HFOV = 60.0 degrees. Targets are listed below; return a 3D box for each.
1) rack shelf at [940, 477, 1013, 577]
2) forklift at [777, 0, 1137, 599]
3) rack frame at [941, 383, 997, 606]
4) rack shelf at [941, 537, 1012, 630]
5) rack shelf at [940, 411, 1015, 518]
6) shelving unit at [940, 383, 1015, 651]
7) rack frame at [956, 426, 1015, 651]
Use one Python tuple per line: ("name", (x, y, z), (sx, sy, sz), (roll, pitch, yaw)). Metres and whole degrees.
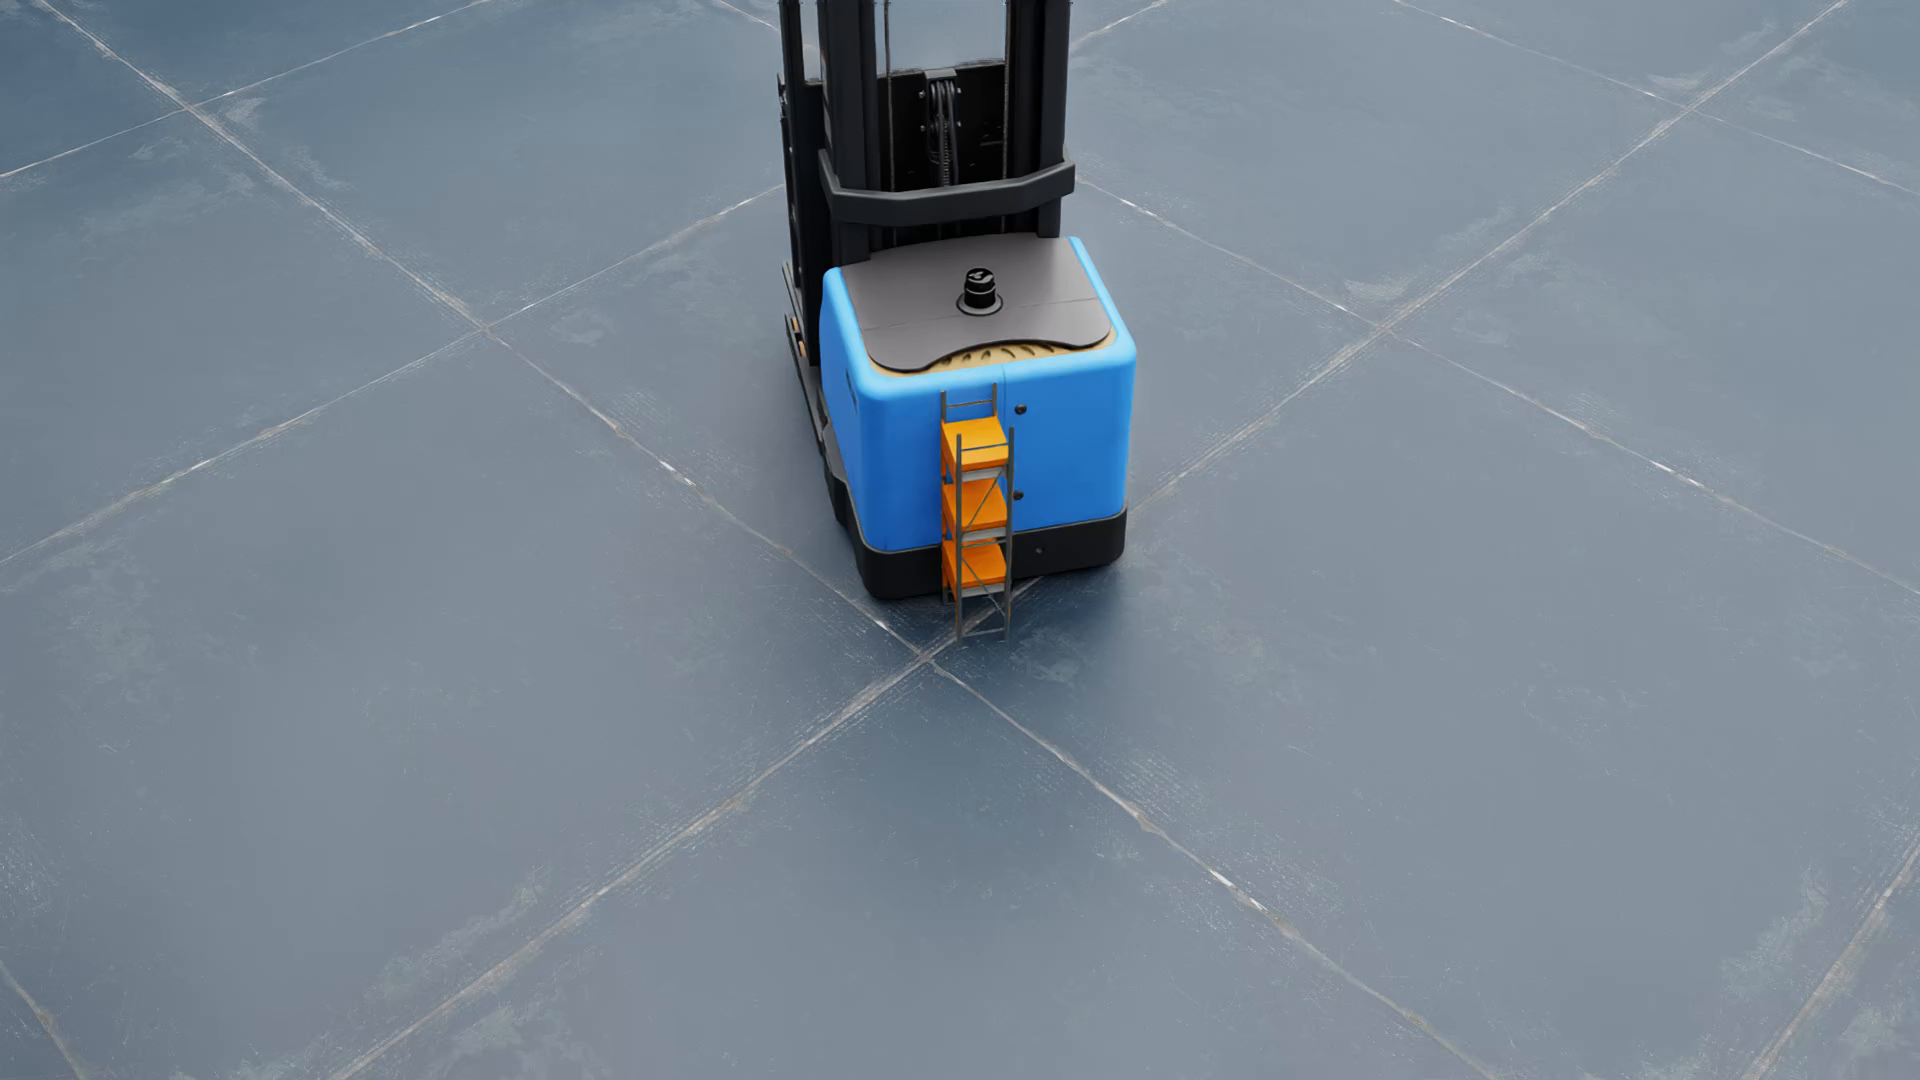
("rack shelf", (0.059, -0.057, 6.053), (0.215, 0.259, 0.240), (-9, 43, -9))
("forklift", (-0.182, -1.864, 6.607), (1.130, 2.935, 3.031), (-9, 43, -10))
("rack frame", (0.032, -0.145, 6.133), (0.200, 1.050, 0.008), (-9, 43, -9))
("rack shelf", (0.060, 0.147, 6.242), (0.215, 0.259, 0.240), (-9, 43, -9))
("rack shelf", (0.059, -0.265, 5.861), (0.215, 0.259, 0.240), (-9, 43, -9))
("shelving unit", (0.059, -0.064, 6.046), (0.215, 1.050, 0.252), (-9, 43, -9))
("rack frame", (0.087, 0.016, 5.959), (0.200, 1.050, 0.008), (-9, 43, -9))
